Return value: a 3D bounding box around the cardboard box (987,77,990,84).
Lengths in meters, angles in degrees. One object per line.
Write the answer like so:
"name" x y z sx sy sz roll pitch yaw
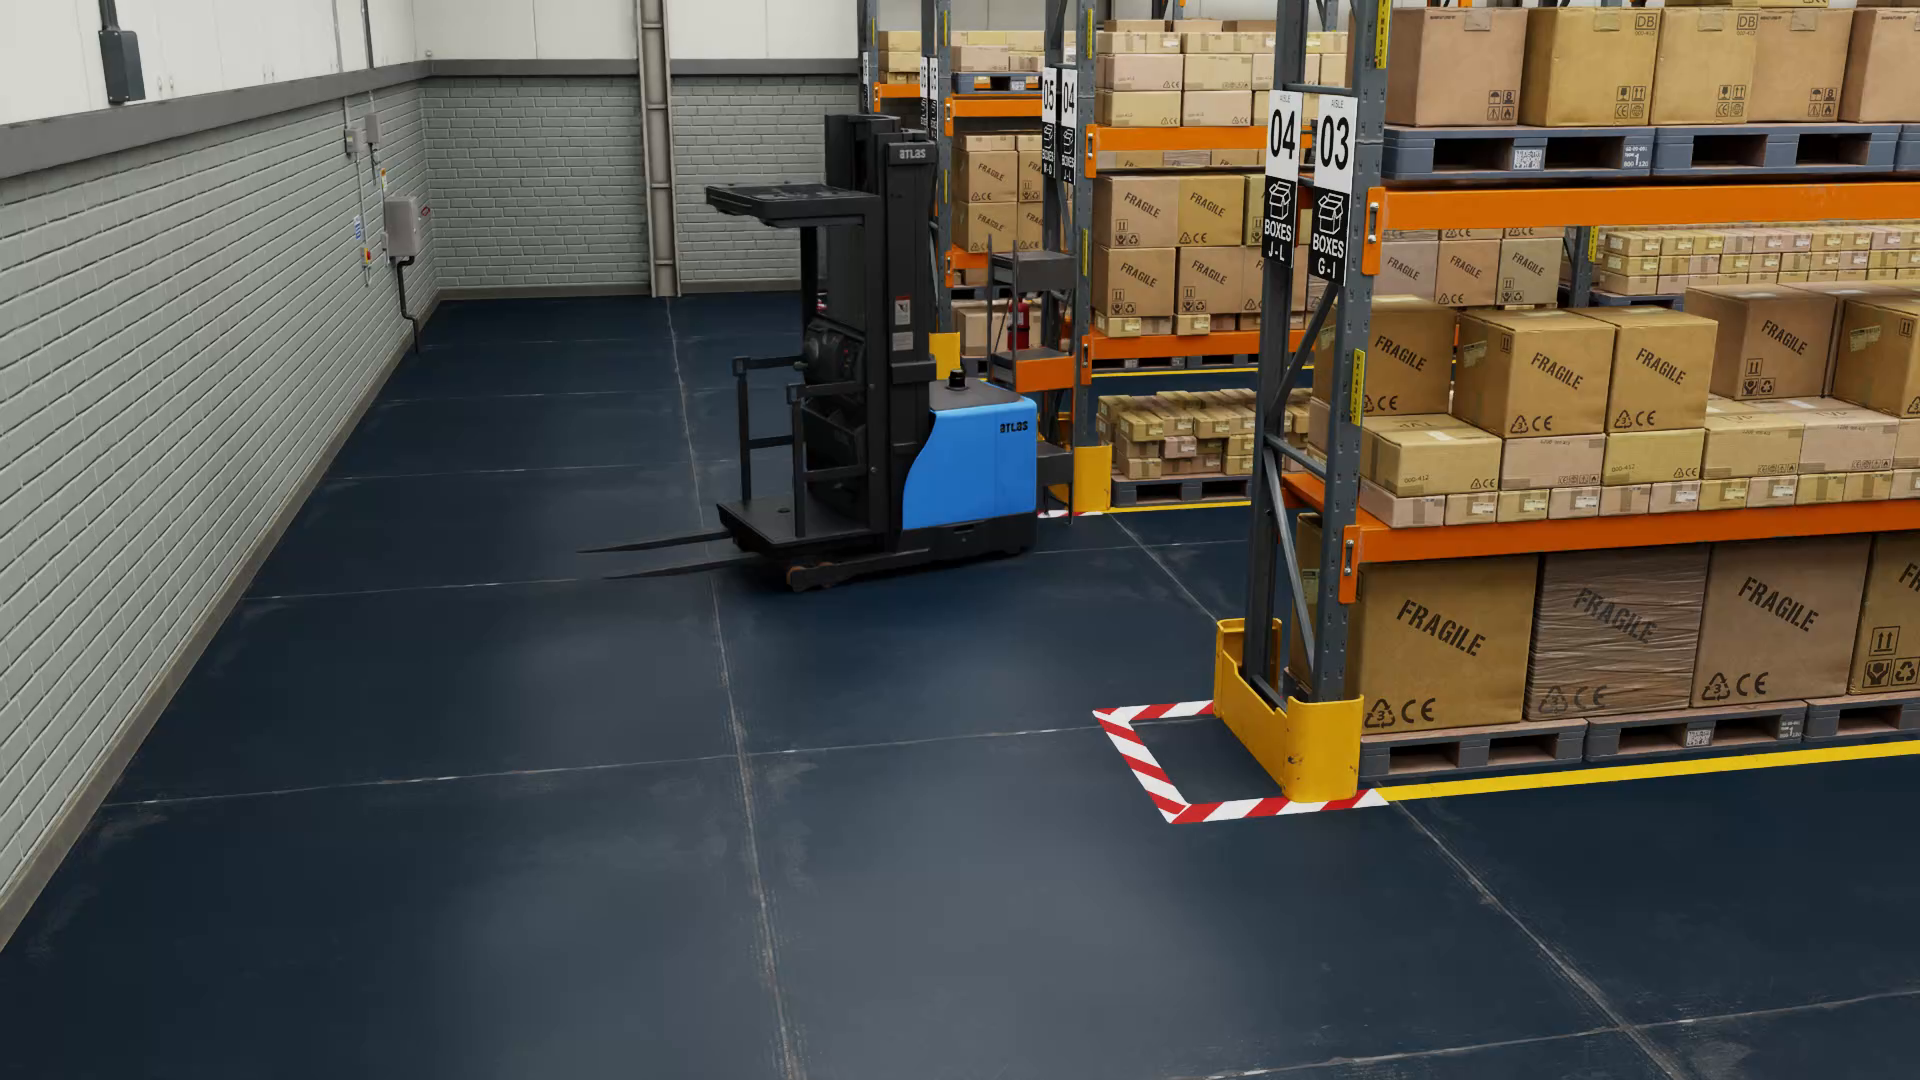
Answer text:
"cardboard box" 0.426 -5.992 21.530 0.250 0.149 0.380 -3 17 -11

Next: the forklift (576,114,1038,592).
"forklift" -1.012 -1.242 10.865 3.031 2.935 1.130 -9 19 -26

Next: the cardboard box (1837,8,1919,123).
"cardboard box" 4.277 -2.239 7.829 0.500 0.500 0.700 -2 17 -8

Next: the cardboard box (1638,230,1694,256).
"cardboard box" 5.468 -2.306 12.909 0.250 0.149 0.380 -3 17 -9

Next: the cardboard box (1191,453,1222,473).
"cardboard box" 1.853 -0.640 12.927 0.250 0.149 0.380 -3 17 -10

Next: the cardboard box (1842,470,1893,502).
"cardboard box" 4.316 -0.310 8.139 0.250 0.149 0.380 -3 17 -9

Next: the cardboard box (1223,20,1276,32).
"cardboard box" 3.066 -5.213 17.512 0.500 0.500 0.500 -3 17 -10

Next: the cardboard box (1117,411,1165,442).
"cardboard box" 1.373 -0.865 12.646 0.250 0.149 0.380 -4 18 -13

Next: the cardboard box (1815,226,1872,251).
"cardboard box" 6.985 -2.391 13.187 0.250 0.149 0.380 -2 17 -8

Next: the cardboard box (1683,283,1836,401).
"cardboard box" 4.050 -1.019 8.492 0.500 0.500 0.500 -4 17 -12

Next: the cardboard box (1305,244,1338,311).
"cardboard box" 2.791 -2.038 12.660 0.500 0.500 0.500 -4 17 -12

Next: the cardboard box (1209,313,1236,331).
"cardboard box" 1.919 -1.694 12.647 0.250 0.149 0.380 -2 17 -8

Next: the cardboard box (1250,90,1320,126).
"cardboard box" 2.305 -3.185 12.220 0.500 0.250 0.500 -4 17 -12

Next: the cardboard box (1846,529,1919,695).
"cardboard box" 4.900 0.230 8.858 0.875 0.875 0.875 -3 17 -10

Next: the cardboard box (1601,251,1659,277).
"cardboard box" 5.196 -2.146 12.897 0.250 0.149 0.380 -3 17 -10

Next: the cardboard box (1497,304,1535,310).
"cardboard box" 4.253 -1.785 12.942 0.250 0.149 0.380 -4 17 -12

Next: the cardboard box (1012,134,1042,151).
"cardboard box" 0.678 -4.025 16.829 0.250 0.149 0.380 -3 17 -9

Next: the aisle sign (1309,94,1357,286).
"aisle sign" 1.622 -1.528 7.250 0.004 0.787 0.394 -3 17 -10

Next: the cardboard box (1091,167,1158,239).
"cardboard box" 1.196 -2.576 12.711 0.500 0.500 0.500 -4 17 -12

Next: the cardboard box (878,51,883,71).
"cardboard box" -0.804 -6.271 21.760 0.500 0.250 0.500 -4 17 -11

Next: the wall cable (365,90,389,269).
"wall cable" -6.056 -3.806 17.363 0.122 1.984 0.588 -3 17 -10

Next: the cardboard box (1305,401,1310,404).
"cardboard box" 2.890 -0.985 13.038 0.250 0.149 0.380 -3 17 -10

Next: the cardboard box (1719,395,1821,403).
"cardboard box" 4.056 -0.662 8.606 0.500 0.250 0.500 -3 17 -9

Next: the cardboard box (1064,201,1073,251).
"cardboard box" 1.276 -3.284 17.224 0.500 0.500 0.500 -3 17 -11

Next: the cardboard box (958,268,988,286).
"cardboard box" 0.276 -3.712 22.332 0.500 0.500 0.700 -3 17 -8

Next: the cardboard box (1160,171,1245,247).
"cardboard box" 1.780 -2.458 12.325 0.500 0.500 0.500 -3 17 -9

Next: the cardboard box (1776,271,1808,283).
"cardboard box" 6.477 -2.078 13.182 0.250 0.149 0.380 -4 17 -11

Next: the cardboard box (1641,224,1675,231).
"cardboard box" 5.596 -2.507 13.564 0.250 0.149 0.380 -4 17 -12

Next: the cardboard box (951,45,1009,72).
"cardboard box" 0.181 -4.894 16.899 0.500 0.250 0.500 -5 18 -16

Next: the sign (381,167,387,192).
"sign" -6.224 -3.893 17.971 0.001 0.242 0.339 -3 17 -10

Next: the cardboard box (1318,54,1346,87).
"cardboard box" 2.782 -3.445 12.213 0.500 0.250 0.500 -4 18 -13

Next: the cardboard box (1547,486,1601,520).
"cardboard box" 2.806 -0.224 7.861 0.250 0.149 0.380 -4 17 -11

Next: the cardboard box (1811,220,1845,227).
"cardboard box" 7.128 -2.594 13.847 0.250 0.149 0.380 -2 17 -8

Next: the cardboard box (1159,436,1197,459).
"cardboard box" 1.637 -0.746 12.764 0.250 0.149 0.380 -3 17 -11

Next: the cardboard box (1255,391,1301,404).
"cardboard box" 2.553 -1.095 13.394 0.250 0.149 0.380 -4 17 -12

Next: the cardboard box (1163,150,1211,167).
"cardboard box" 2.275 -3.818 17.261 0.500 0.500 0.500 -3 17 -10

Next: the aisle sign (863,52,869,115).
"aisle sign" -1.201 -5.818 21.216 0.004 0.787 0.394 -3 17 -10

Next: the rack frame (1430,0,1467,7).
"rack frame" 6.665 -7.977 22.456 0.127 3.000 1.000 -3 17 -10

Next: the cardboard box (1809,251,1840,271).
"cardboard box" 6.731 -2.234 13.182 0.250 0.149 0.380 -4 17 -12

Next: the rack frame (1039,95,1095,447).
"rack frame" 0.794 -1.811 12.600 0.127 3.000 1.000 -3 17 -10

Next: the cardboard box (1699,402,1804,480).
"cardboard box" 3.673 -0.484 8.026 0.500 0.250 0.500 -4 17 -12

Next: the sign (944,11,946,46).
"sign" -0.145 -4.962 16.125 0.005 0.325 0.100 -3 17 -10

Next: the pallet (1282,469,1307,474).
"pallet" 2.869 -0.585 13.355 1.213 0.211 1.003 -3 17 -10

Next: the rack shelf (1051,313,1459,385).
"rack shelf" 2.758 -1.579 13.068 4.000 0.370 1.077 -3 17 -10

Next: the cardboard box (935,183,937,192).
"cardboard box" -0.198 -4.710 21.785 0.500 0.250 0.500 -3 17 -10

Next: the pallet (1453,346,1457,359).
"pallet" 5.627 -2.256 18.798 1.213 0.211 1.003 -3 17 -10

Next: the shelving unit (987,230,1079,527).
"shelving unit" 0.509 -1.119 11.879 0.503 2.100 0.431 -9 19 -26

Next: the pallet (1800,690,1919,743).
"pallet" 4.802 0.754 8.997 1.213 0.211 1.003 -3 17 -10

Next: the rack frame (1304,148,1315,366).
"rack frame" 3.683 -3.455 17.953 0.127 3.000 1.000 -3 17 -10

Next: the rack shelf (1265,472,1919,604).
"rack shelf" 3.600 -0.143 8.395 4.000 0.370 1.077 -3 17 -10

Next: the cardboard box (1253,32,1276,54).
"cardboard box" 2.161 -3.617 12.094 0.250 0.149 0.380 -3 17 -9
